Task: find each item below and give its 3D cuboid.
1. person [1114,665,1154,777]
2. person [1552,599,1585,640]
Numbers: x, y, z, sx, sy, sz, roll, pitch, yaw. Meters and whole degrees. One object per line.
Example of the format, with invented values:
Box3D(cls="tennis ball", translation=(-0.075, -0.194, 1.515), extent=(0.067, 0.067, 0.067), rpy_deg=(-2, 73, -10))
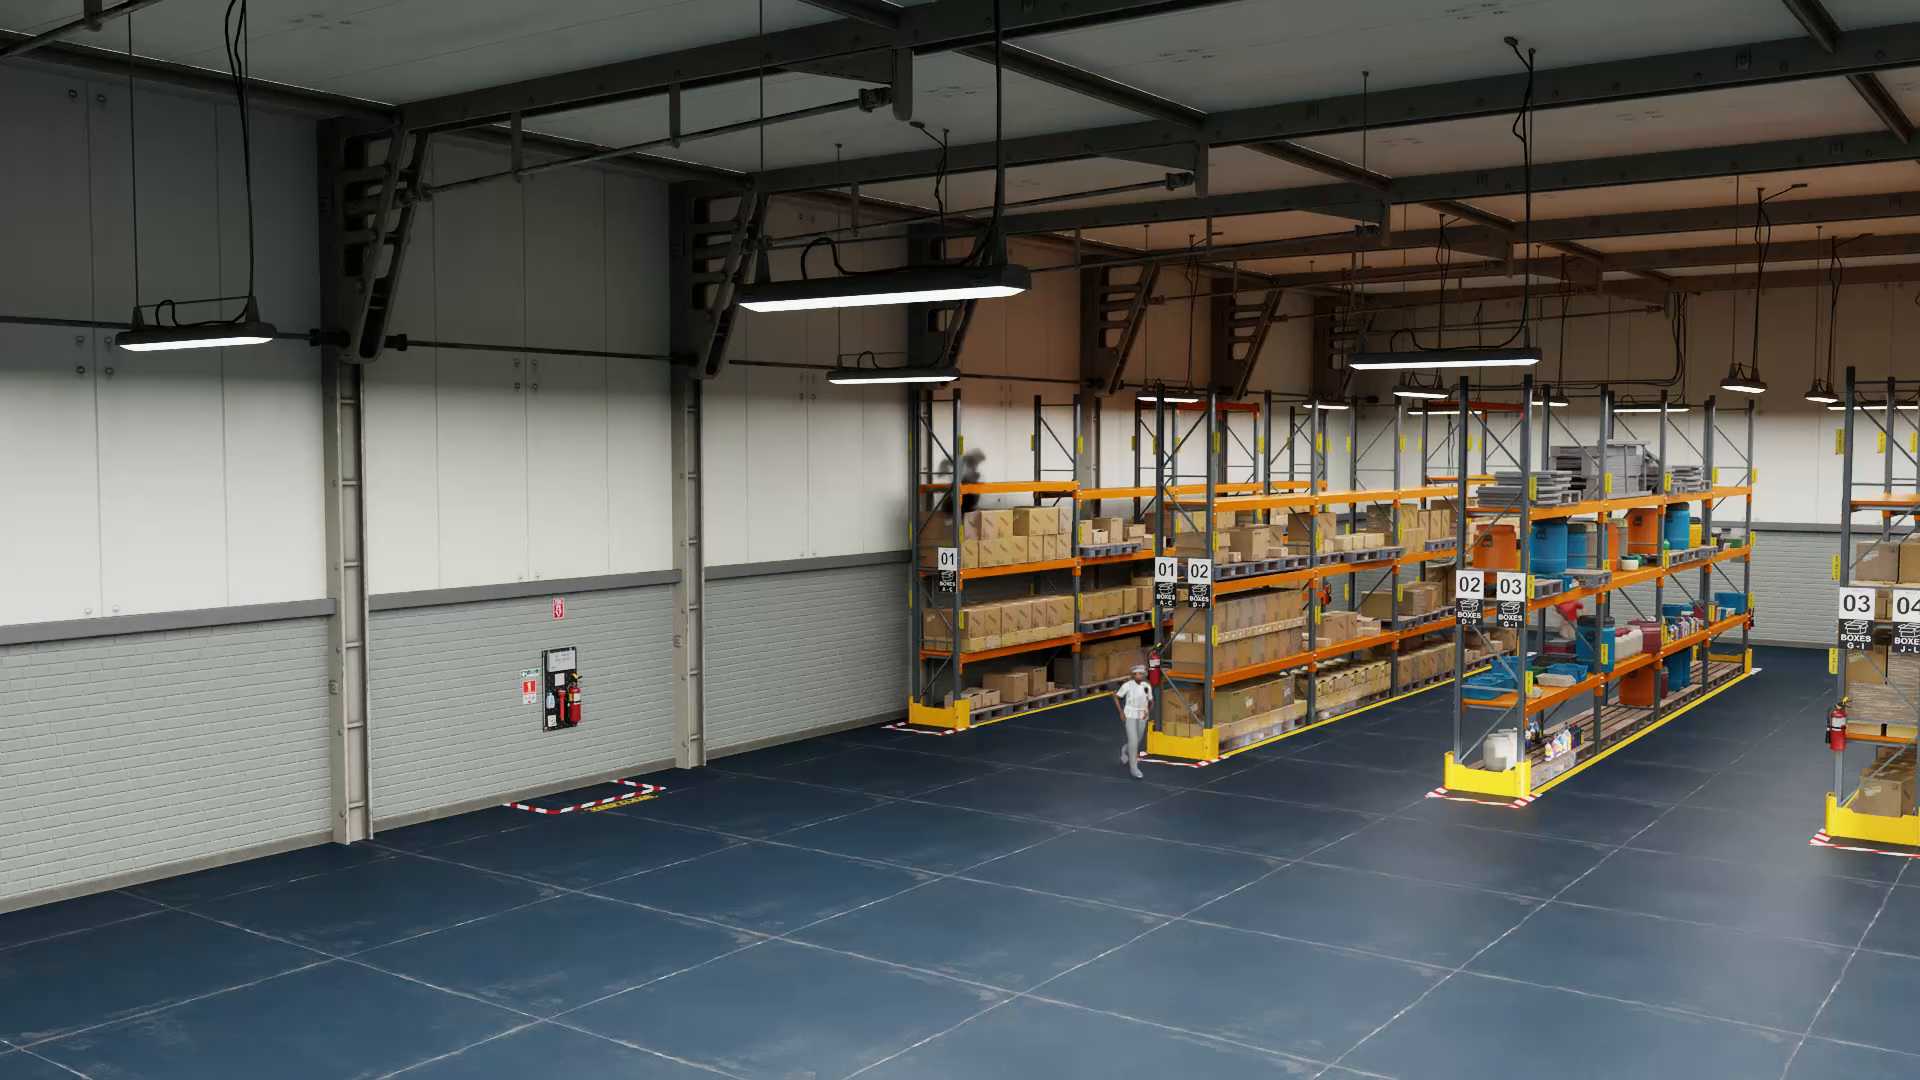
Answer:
Box3D(cls="person", translation=(2.685, 2.736, 25.499), extent=(0.609, 1.680, 0.852), rpy_deg=(-1, 3, -16))
Box3D(cls="person", translation=(13.872, 2.022, 37.958), extent=(0.682, 1.750, 0.647), rpy_deg=(2, 4, 32))
